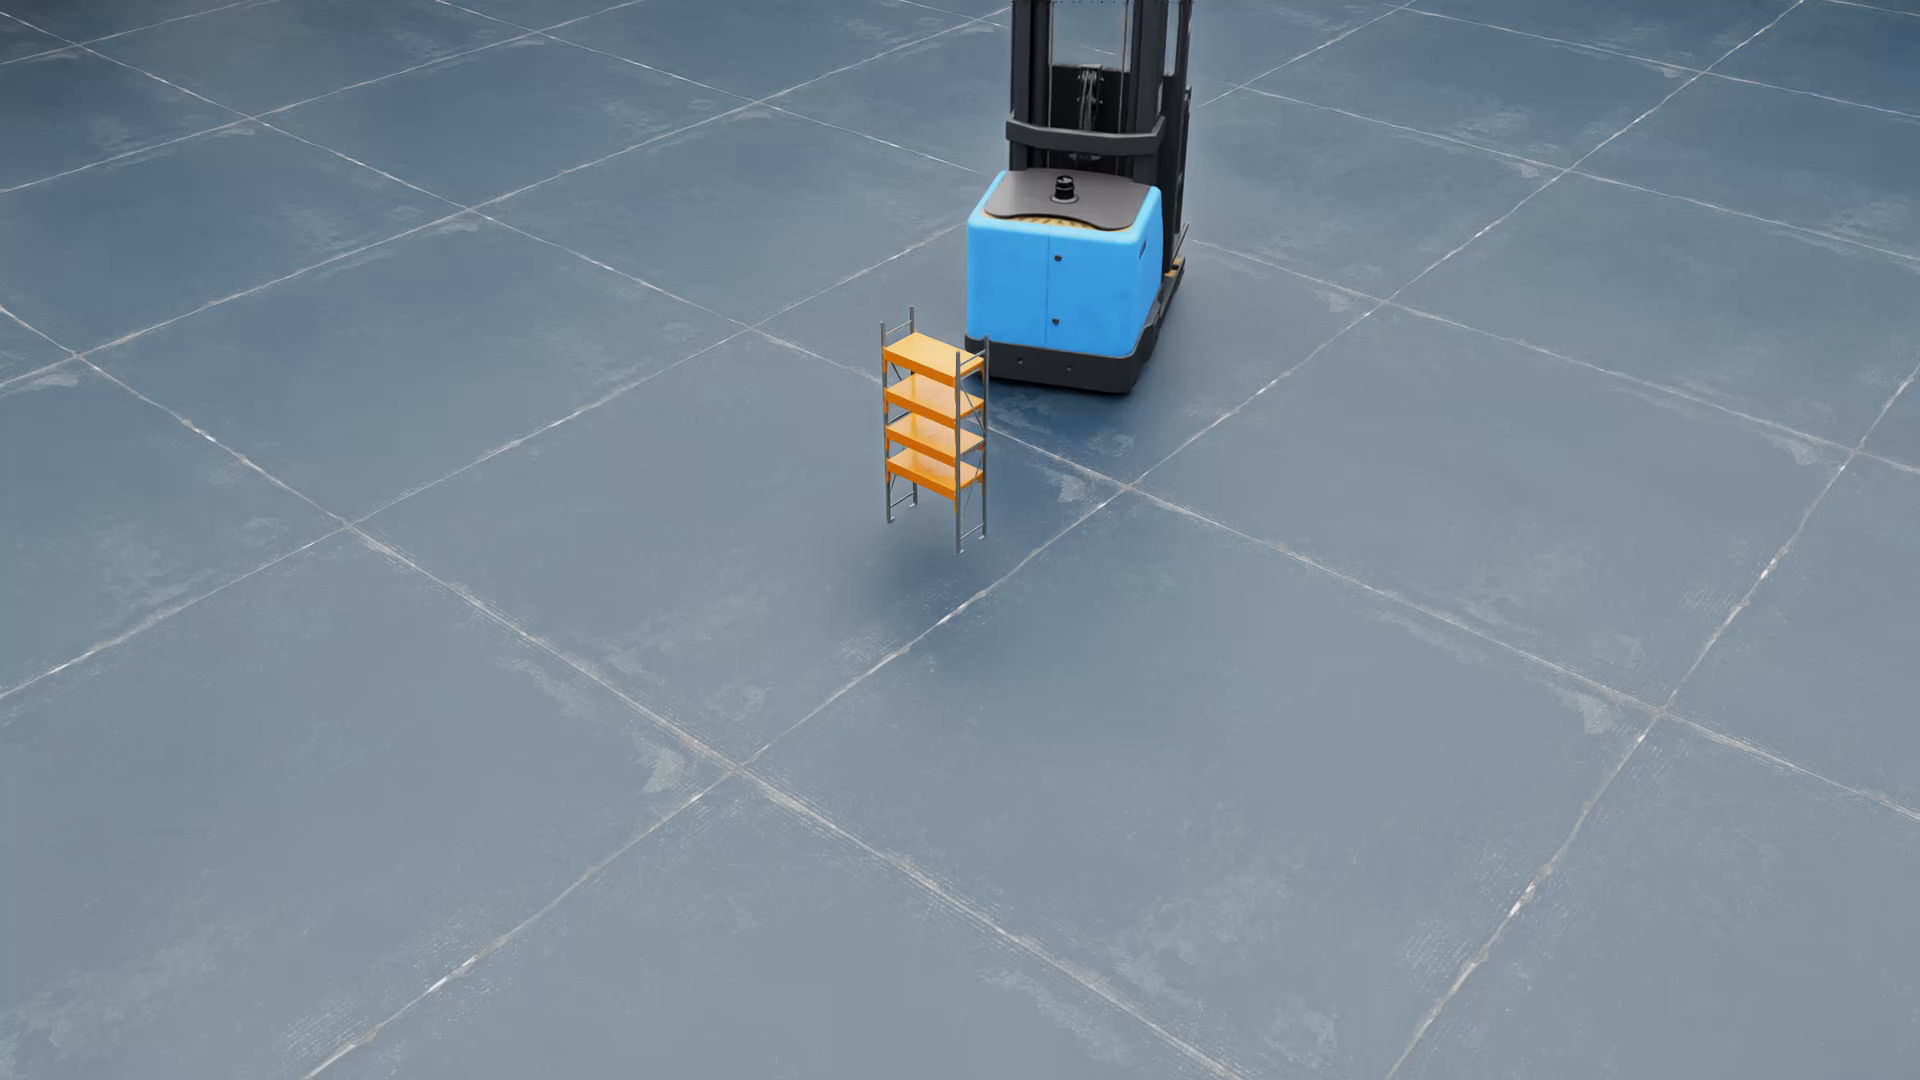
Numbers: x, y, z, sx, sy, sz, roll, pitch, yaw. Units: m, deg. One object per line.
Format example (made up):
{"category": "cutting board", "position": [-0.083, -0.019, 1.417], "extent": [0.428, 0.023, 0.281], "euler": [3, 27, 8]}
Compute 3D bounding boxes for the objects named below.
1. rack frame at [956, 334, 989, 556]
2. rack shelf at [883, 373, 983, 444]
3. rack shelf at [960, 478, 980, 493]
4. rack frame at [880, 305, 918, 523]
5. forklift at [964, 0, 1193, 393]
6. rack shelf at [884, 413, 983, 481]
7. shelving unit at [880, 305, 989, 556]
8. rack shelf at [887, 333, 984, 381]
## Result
{"category": "rack frame", "position": [0.060, -0.466, 8.451], "extent": [0.015, 1.200, 0.240], "euler": [25, 42, 32]}
{"category": "rack shelf", "position": [-0.127, -0.683, 8.491], "extent": [0.480, 0.148, 0.258], "euler": [25, 42, 32]}
{"category": "rack shelf", "position": [-0.127, -0.359, 8.714], "extent": [0.442, 0.029, 0.199], "euler": [25, 42, 32]}
{"category": "rack frame", "position": [-0.315, -0.643, 8.709], "extent": [0.015, 1.200, 0.240], "euler": [25, 42, 32]}
{"category": "forklift", "position": [0.918, -2.922, 10.498], "extent": [1.130, 2.935, 3.031], "euler": [9, 36, 13]}
{"category": "rack shelf", "position": [-0.127, -0.499, 8.618], "extent": [0.480, 0.148, 0.258], "euler": [25, 42, 32]}
{"category": "shelving unit", "position": [-0.127, -0.555, 8.580], "extent": [0.503, 1.200, 0.258], "euler": [25, 42, 32]}
{"category": "rack shelf", "position": [-0.127, -0.911, 8.335], "extent": [0.457, 0.050, 0.221], "euler": [25, 42, 32]}
